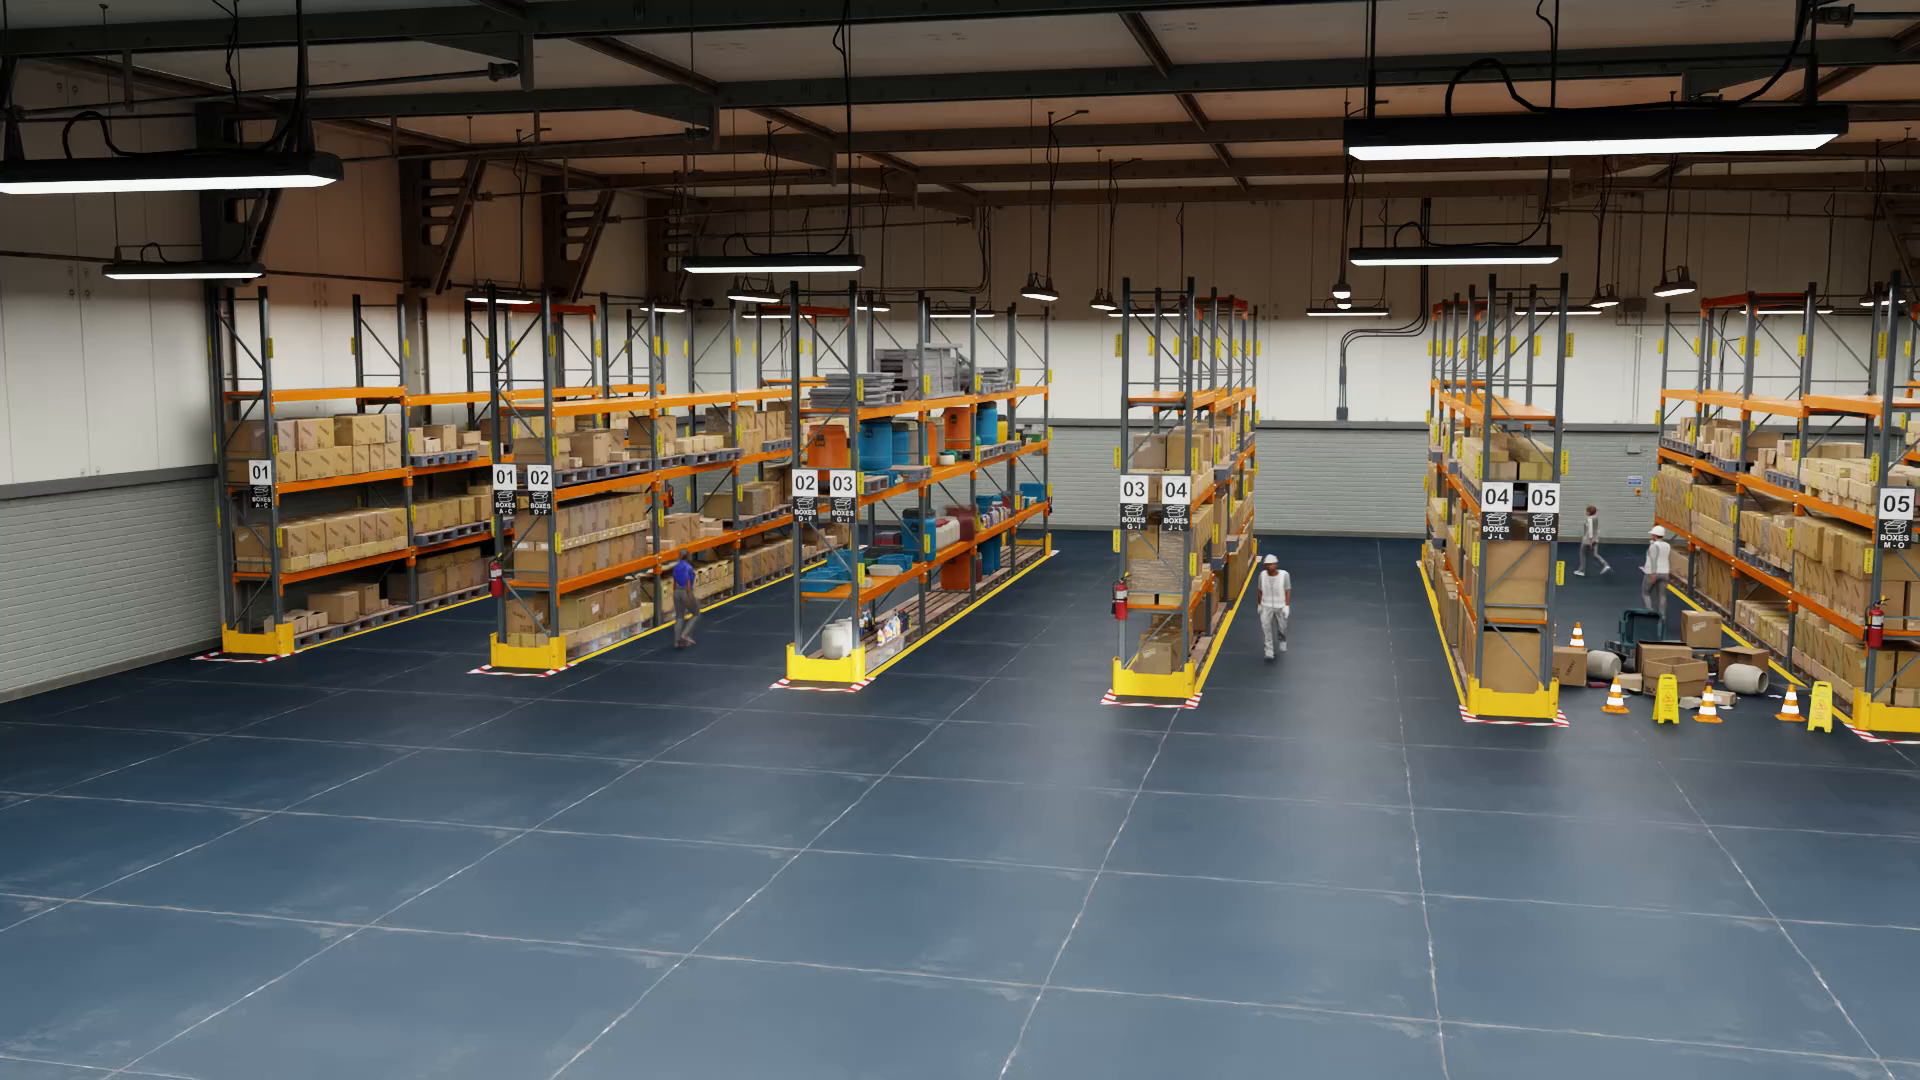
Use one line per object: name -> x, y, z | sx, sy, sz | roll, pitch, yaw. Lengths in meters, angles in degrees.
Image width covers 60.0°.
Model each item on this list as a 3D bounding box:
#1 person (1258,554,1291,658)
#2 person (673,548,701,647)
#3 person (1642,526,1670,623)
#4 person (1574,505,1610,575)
person -> 5.115, 1.064, 27.134 | 0.554, 1.673, 1.055 | 2, 7, 18
person -> -4.643, 0.974, 27.984 | 0.497, 1.629, 0.448 | 4, 8, 30
person -> 12.781, 0.657, 30.396 | 0.522, 1.810, 0.576 | -1, 7, -5
person -> 13.909, 0.019, 36.538 | 0.391, 1.562, 0.845 | -3, 7, -28
